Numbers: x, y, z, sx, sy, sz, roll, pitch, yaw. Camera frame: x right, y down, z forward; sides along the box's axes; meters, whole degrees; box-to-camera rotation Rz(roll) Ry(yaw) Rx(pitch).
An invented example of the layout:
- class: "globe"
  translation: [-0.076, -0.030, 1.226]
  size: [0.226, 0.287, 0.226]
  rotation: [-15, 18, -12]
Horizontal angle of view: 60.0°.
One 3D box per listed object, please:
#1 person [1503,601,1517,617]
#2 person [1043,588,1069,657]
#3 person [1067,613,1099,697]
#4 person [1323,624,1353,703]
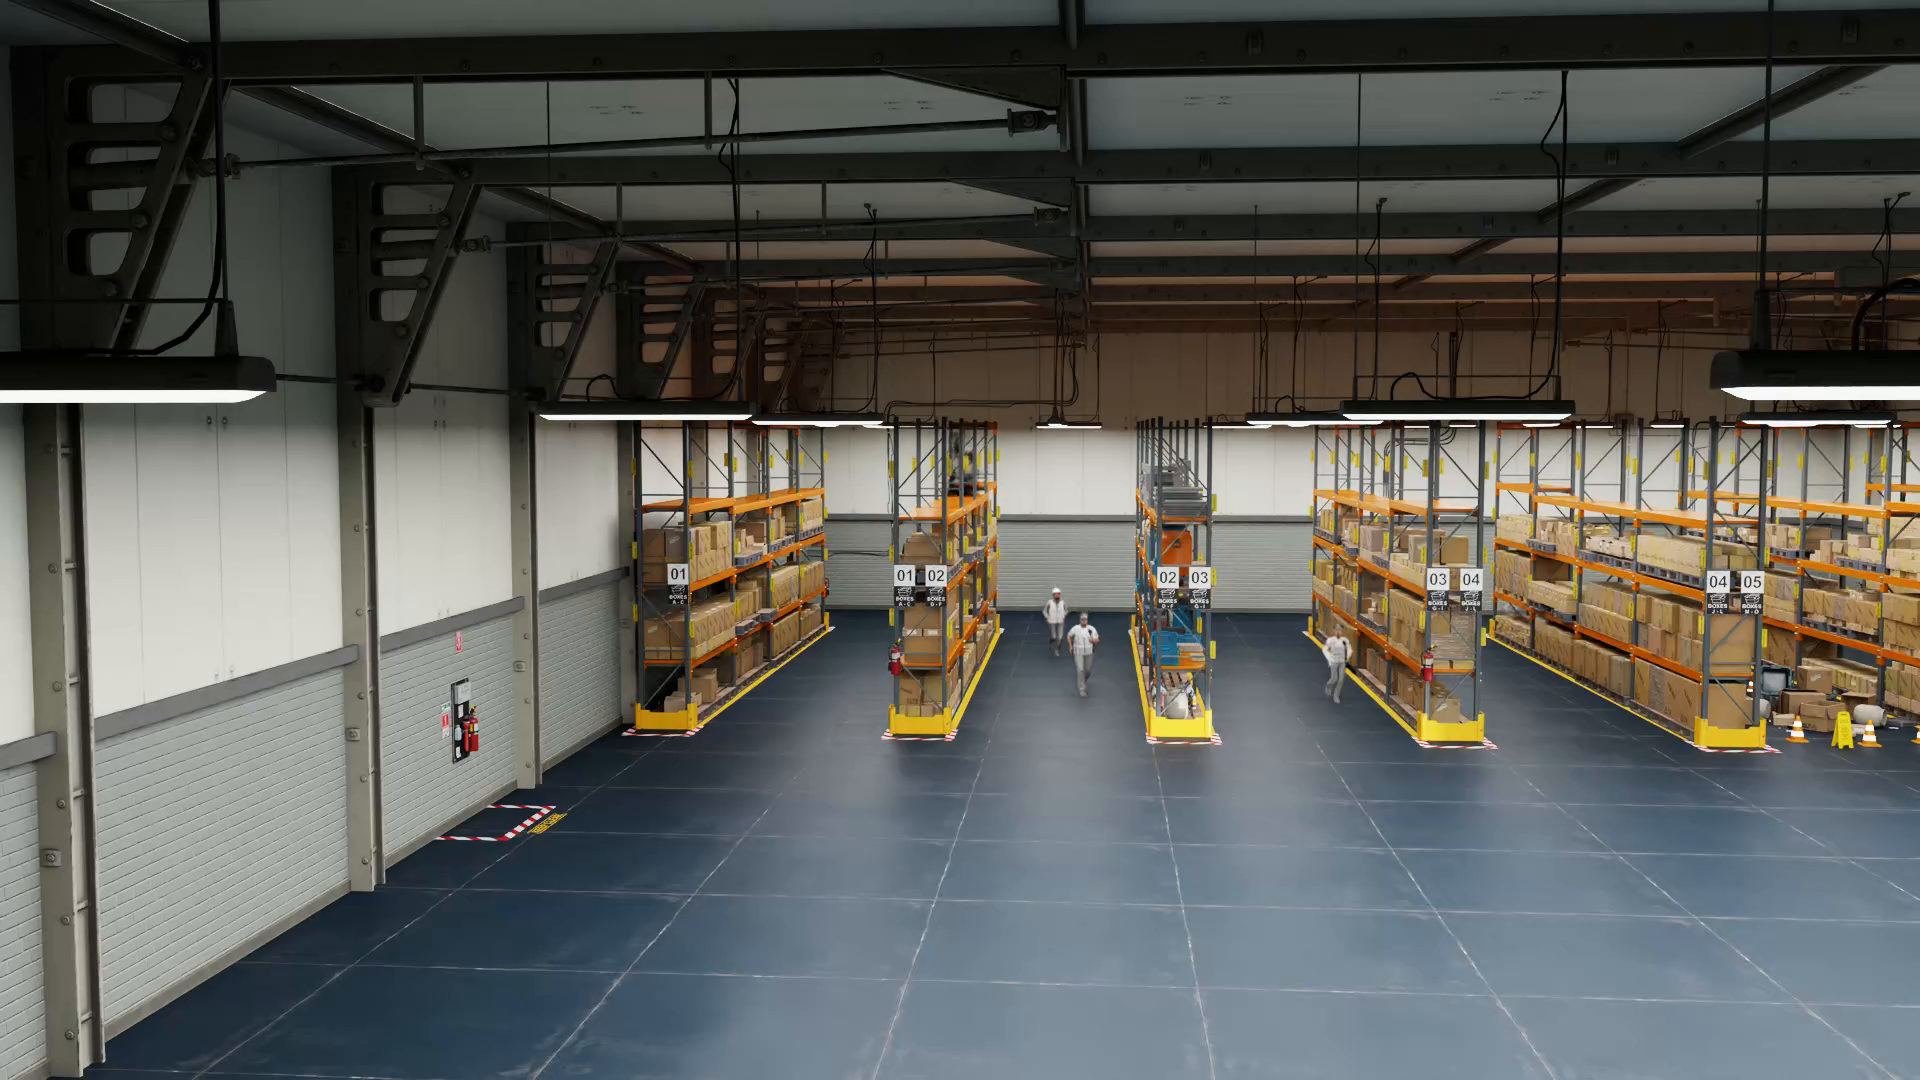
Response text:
- class: "person"
  translation: [15.778, 1.770, 47.601]
  size: [0.576, 1.730, 0.817]
  rotation: [3, 5, 39]
- class: "person"
  translation: [2.457, 2.098, 42.459]
  size: [0.660, 1.733, 0.585]
  rotation: [0, 4, -7]
- class: "person"
  translation: [2.685, 2.455, 36.116]
  size: [0.662, 1.768, 0.989]
  rotation: [0, 4, -7]
- class: "person"
  translation: [8.016, 2.601, 35.237]
  size: [0.610, 1.671, 0.588]
  rotation: [0, 4, 1]
